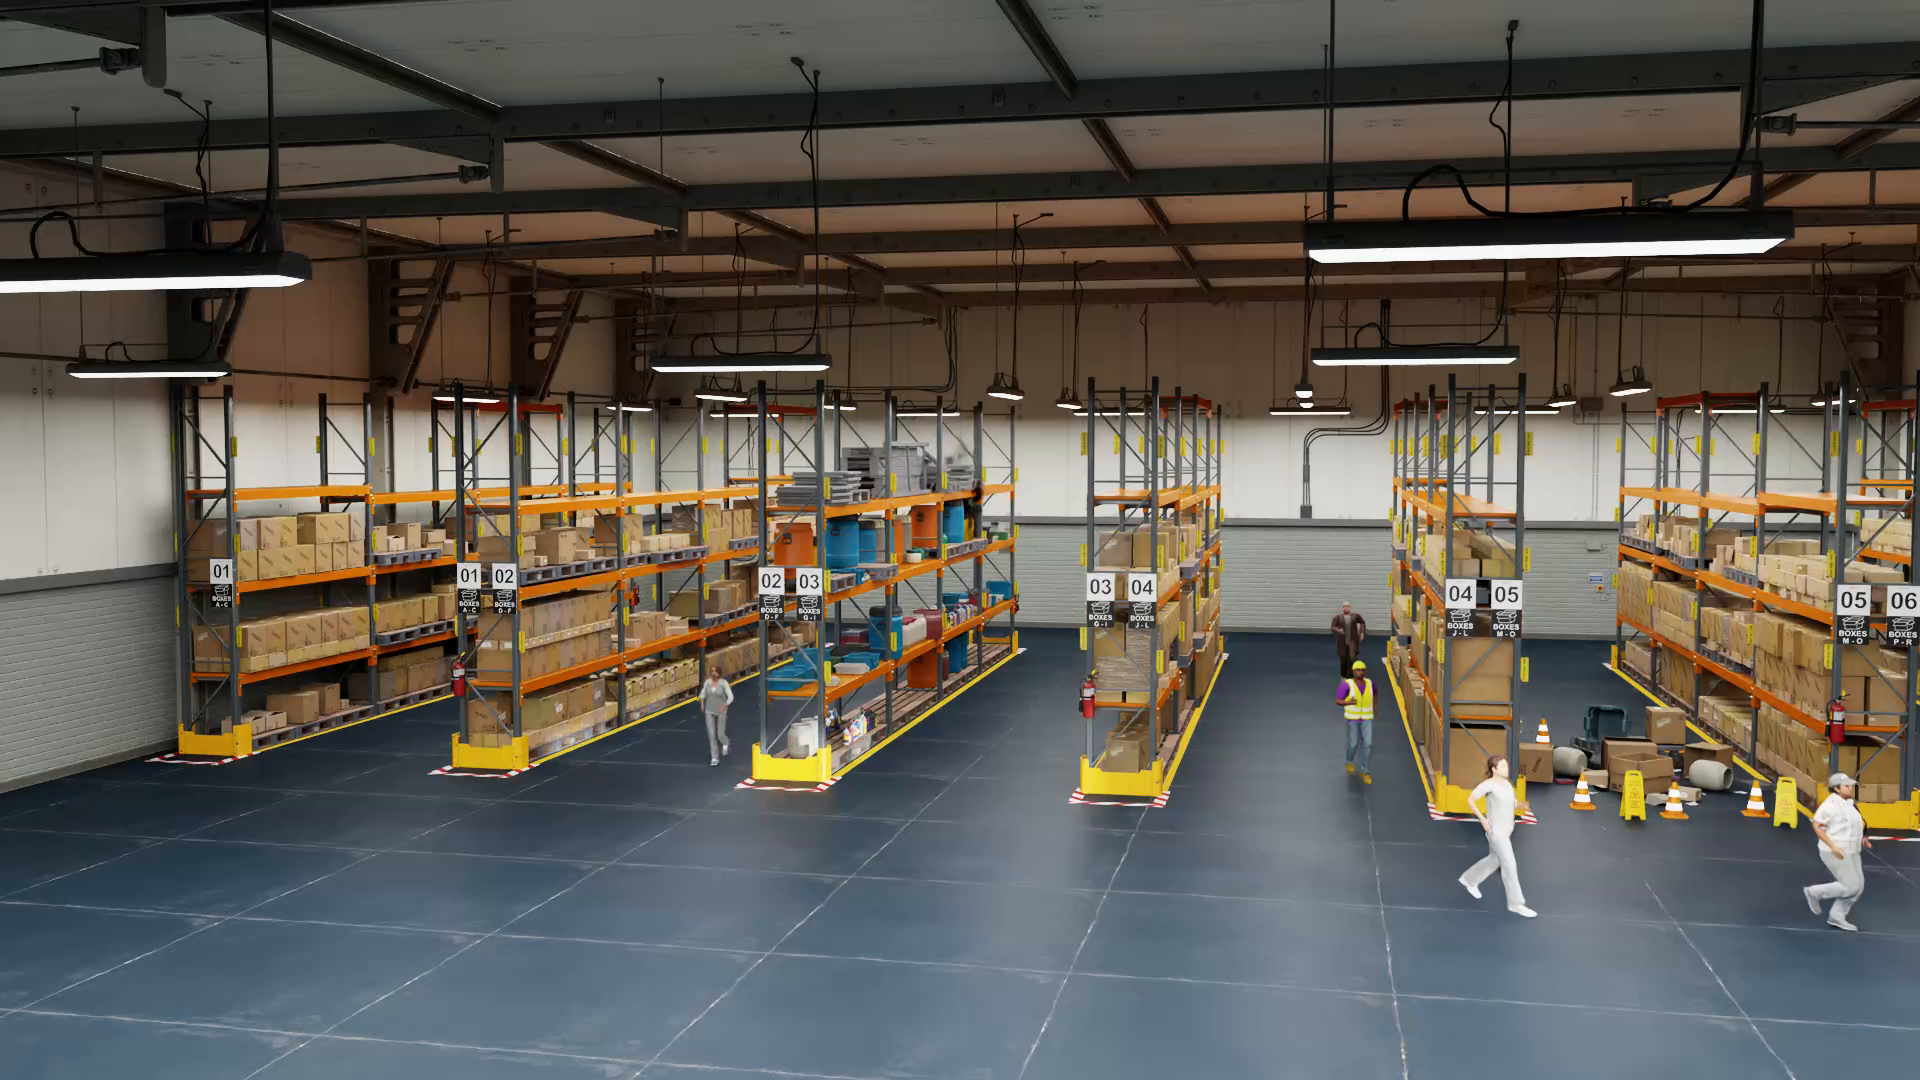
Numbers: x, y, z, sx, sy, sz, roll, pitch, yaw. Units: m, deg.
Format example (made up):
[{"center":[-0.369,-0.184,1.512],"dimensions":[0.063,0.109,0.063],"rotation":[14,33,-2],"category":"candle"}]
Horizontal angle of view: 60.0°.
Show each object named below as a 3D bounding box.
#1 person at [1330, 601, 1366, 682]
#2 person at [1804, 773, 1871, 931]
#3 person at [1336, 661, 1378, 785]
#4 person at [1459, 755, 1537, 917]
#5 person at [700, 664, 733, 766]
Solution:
[{"center":[8.107,2.195,34.748],"dimensions":[0.719,1.826,0.865],"rotation":[1,3,14],"category":"person"},{"center":[9.141,3.231,17.299],"dimensions":[0.610,1.624,0.552],"rotation":[-3,4,-39],"category":"person"},{"center":[5.966,2.697,24.878],"dimensions":[0.694,1.781,0.887],"rotation":[0,3,1],"category":"person"},{"center":[5.788,3.136,17.903],"dimensions":[0.561,1.658,0.967],"rotation":[-3,4,-43],"category":"person"},{"center":[-3.856,2.753,26.325],"dimensions":[0.556,1.558,0.651],"rotation":[0,3,6],"category":"person"}]
